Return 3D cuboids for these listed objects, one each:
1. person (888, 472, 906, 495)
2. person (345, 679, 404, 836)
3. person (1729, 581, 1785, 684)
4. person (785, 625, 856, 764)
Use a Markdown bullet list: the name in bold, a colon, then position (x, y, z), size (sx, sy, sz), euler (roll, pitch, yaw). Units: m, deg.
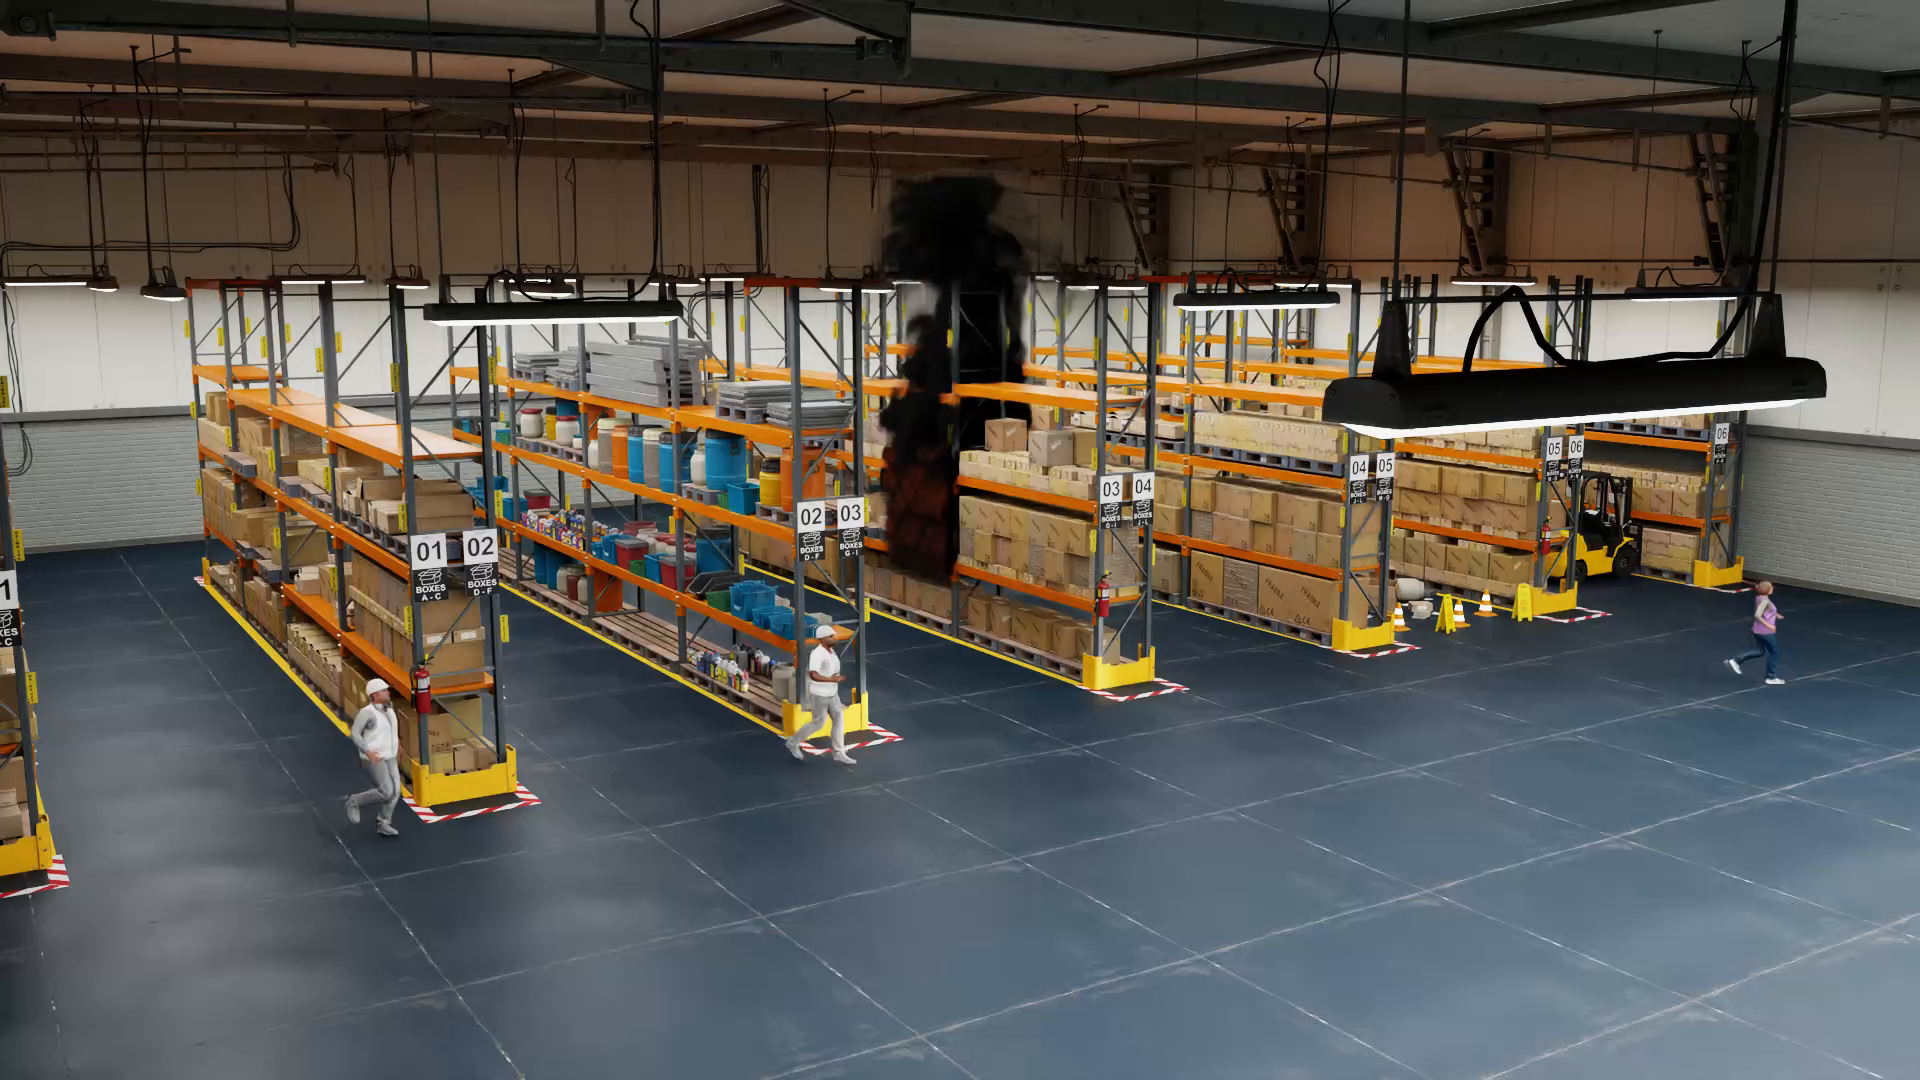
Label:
- **person**: position (-1.425, -0.690, 37.016), size (0.619, 1.693, 0.833), euler (-5, 11, -27)
- **person**: position (-6.489, 2.404, 18.626), size (0.640, 1.697, 0.698), euler (3, 10, 15)
- **person**: position (12.052, 1.387, 25.030), size (0.791, 1.567, 0.548), euler (2, 10, 11)
- **person**: position (-1.739, 1.945, 21.075), size (0.929, 1.760, 0.713), euler (3, 10, 16)
